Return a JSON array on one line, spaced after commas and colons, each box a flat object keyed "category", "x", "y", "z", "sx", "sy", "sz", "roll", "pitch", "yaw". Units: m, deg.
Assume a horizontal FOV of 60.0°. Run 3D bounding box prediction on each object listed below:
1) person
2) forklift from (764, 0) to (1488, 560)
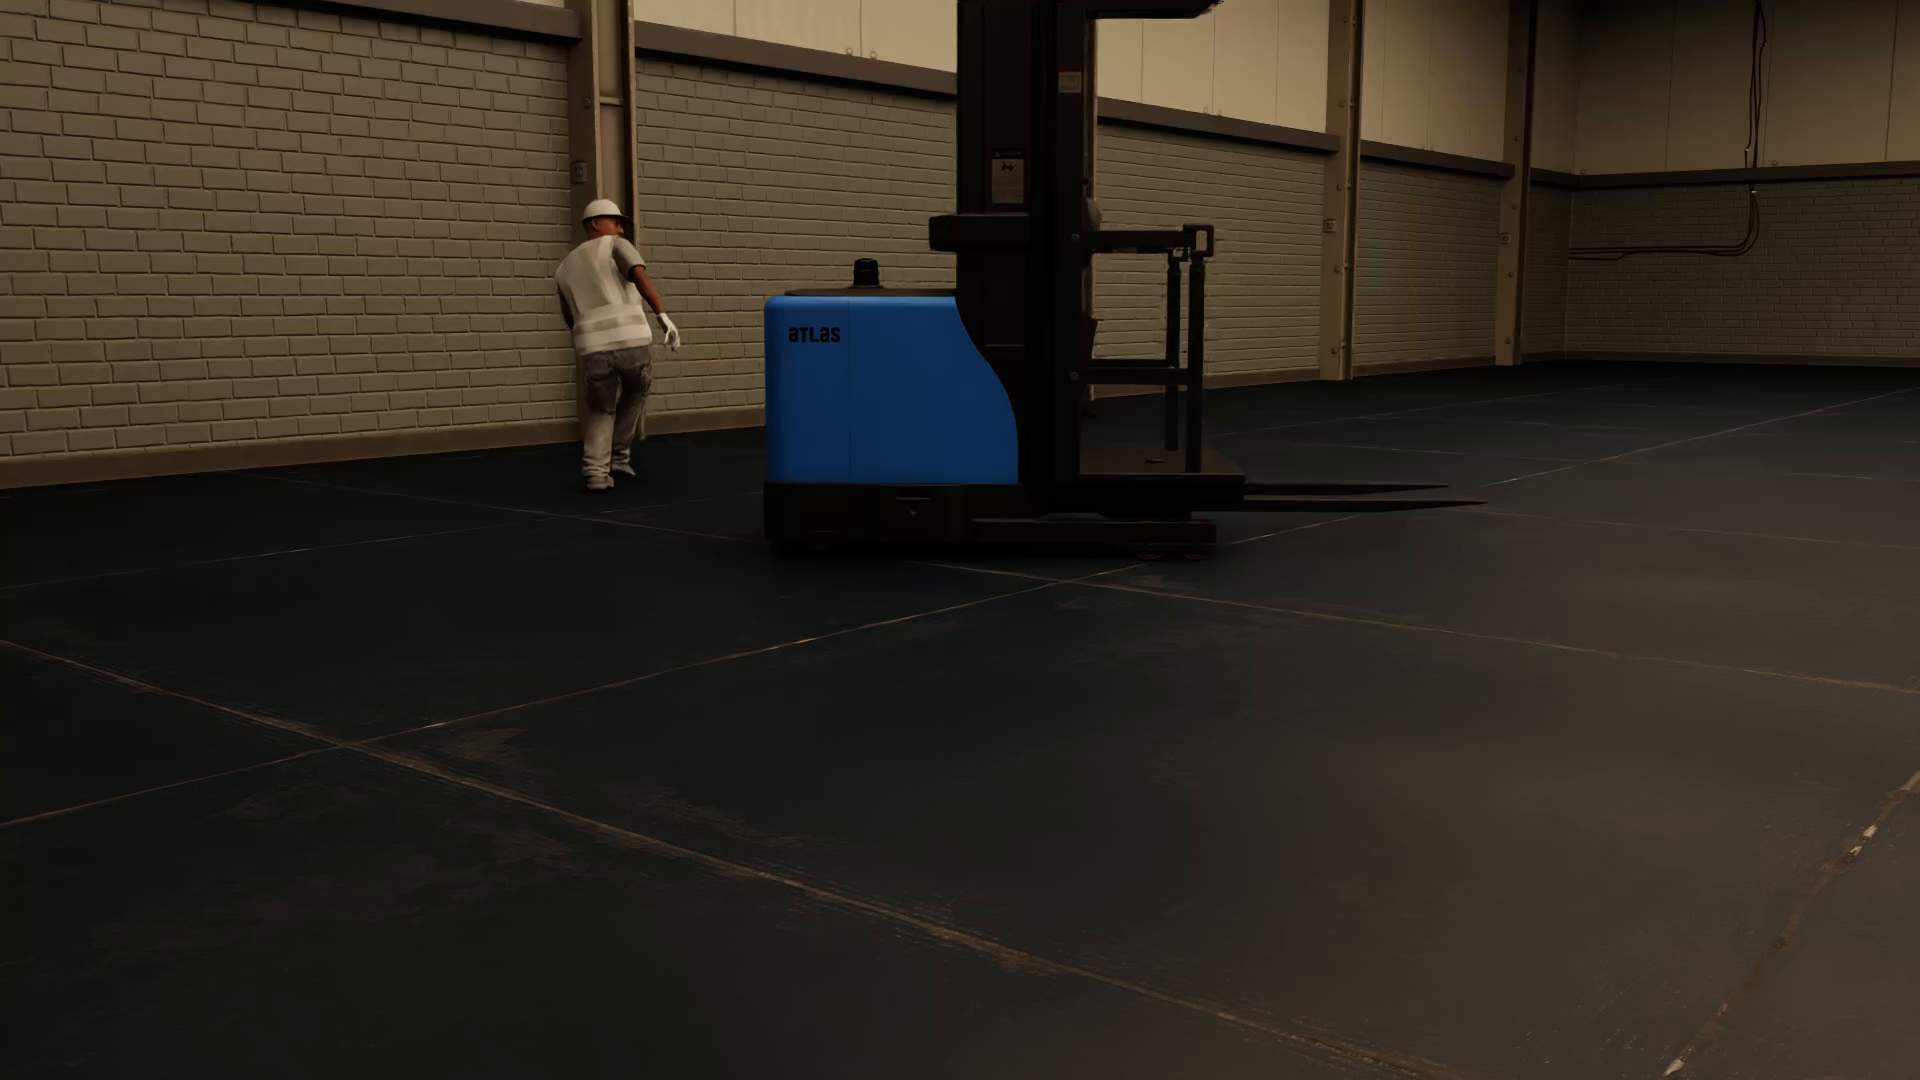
[{"category": "person", "x": -1.871, "y": -1.110, "z": 9.406, "sx": 0.800, "sy": 1.609, "sz": 0.823, "roll": 1, "pitch": 8, "yaw": 8}, {"category": "forklift", "x": 0.709, "y": -1.445, "z": 7.157, "sx": 3.031, "sy": 2.935, "sz": 1.130, "roll": 0, "pitch": 8, "yaw": 2}]
